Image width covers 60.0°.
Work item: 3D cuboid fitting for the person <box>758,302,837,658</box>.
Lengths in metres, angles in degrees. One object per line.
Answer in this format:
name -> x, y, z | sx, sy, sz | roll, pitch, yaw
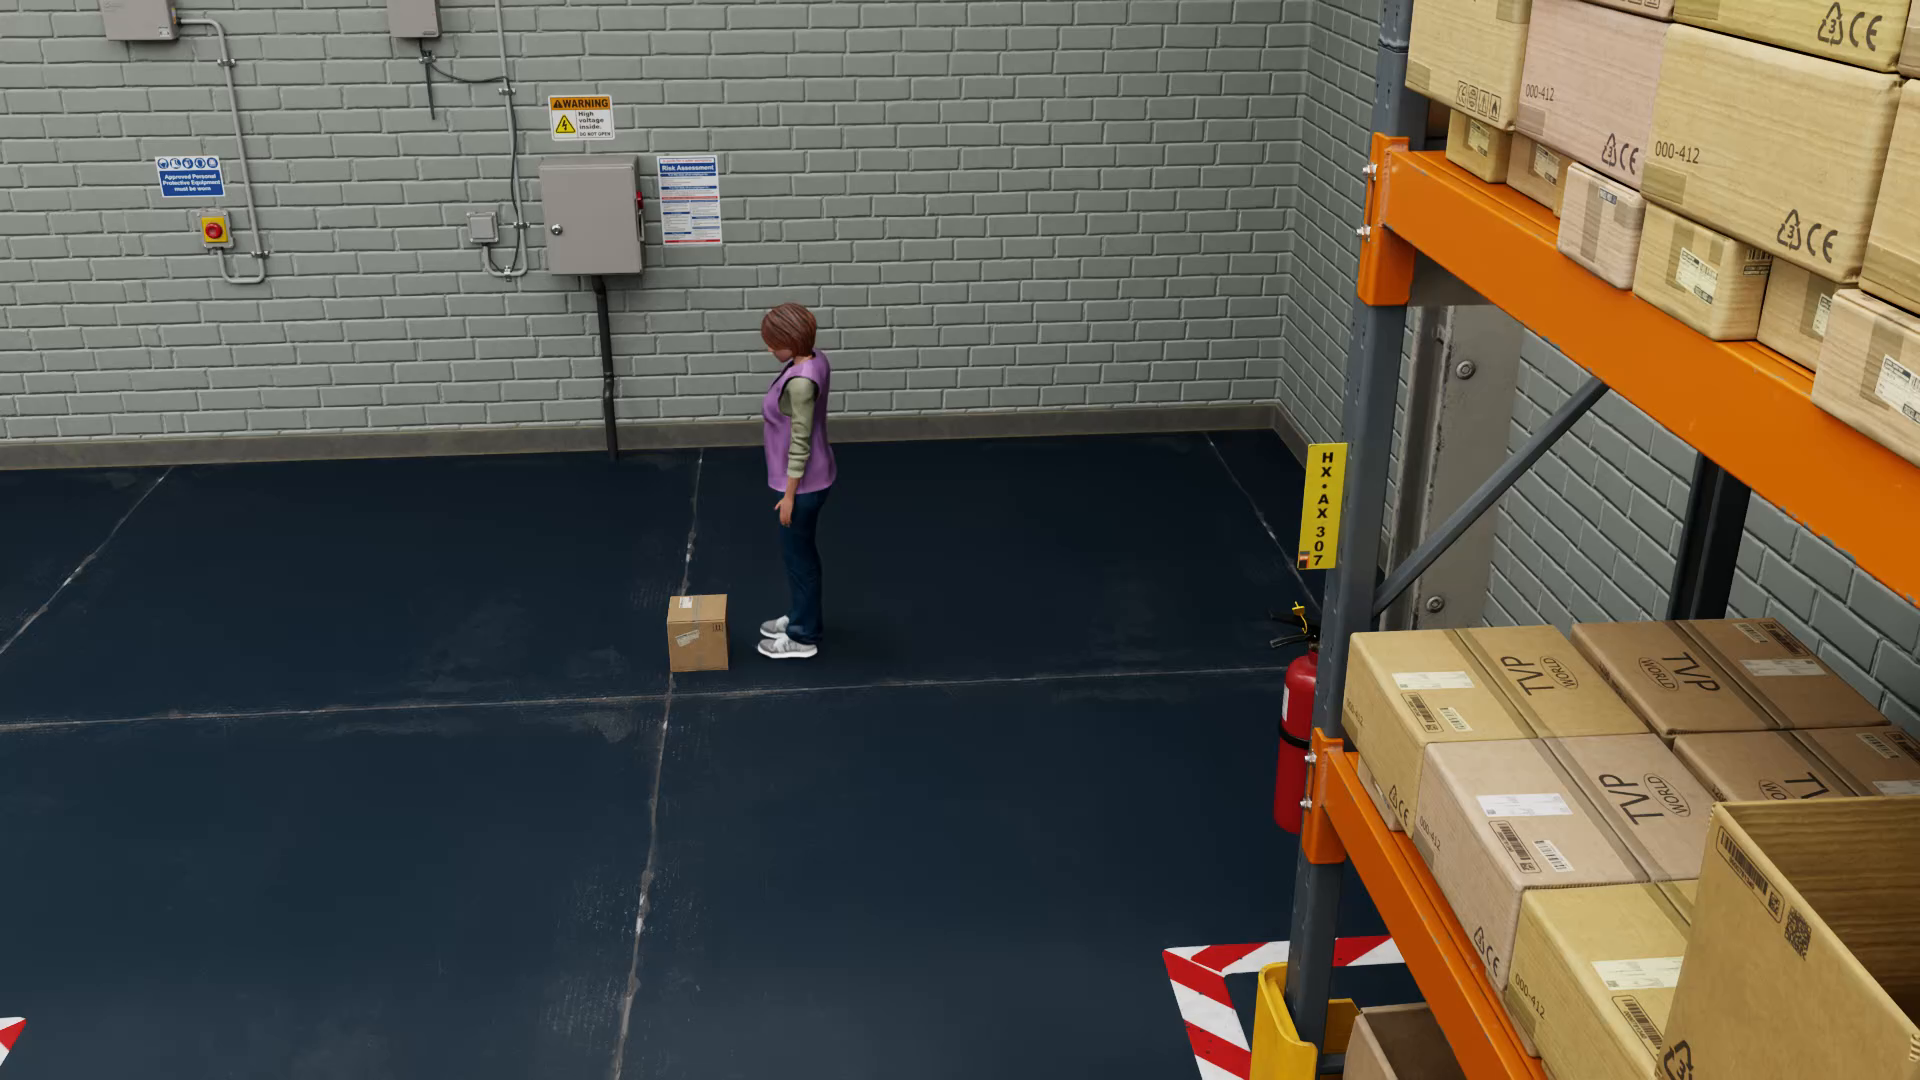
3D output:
person -> -0.722, -0.228, 7.100 | 0.394, 1.593, 0.433 | 1, 24, 2
